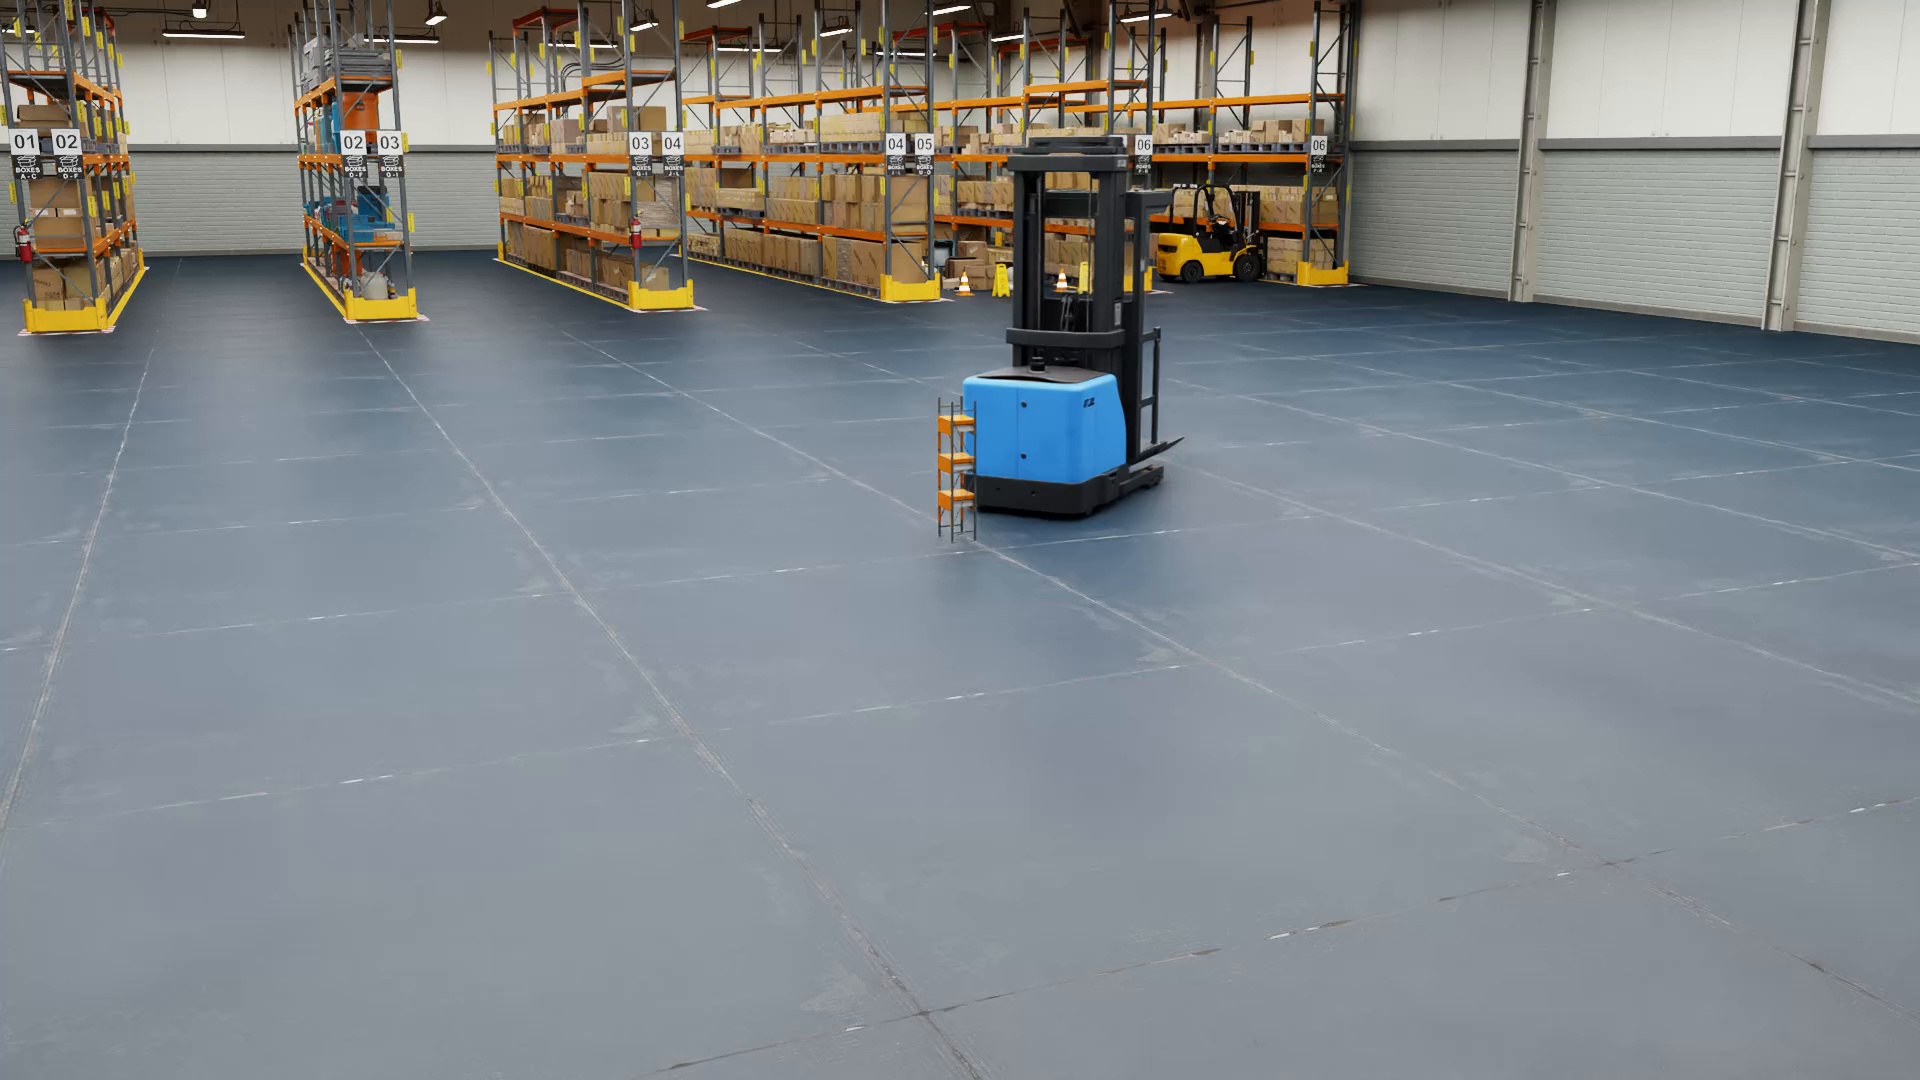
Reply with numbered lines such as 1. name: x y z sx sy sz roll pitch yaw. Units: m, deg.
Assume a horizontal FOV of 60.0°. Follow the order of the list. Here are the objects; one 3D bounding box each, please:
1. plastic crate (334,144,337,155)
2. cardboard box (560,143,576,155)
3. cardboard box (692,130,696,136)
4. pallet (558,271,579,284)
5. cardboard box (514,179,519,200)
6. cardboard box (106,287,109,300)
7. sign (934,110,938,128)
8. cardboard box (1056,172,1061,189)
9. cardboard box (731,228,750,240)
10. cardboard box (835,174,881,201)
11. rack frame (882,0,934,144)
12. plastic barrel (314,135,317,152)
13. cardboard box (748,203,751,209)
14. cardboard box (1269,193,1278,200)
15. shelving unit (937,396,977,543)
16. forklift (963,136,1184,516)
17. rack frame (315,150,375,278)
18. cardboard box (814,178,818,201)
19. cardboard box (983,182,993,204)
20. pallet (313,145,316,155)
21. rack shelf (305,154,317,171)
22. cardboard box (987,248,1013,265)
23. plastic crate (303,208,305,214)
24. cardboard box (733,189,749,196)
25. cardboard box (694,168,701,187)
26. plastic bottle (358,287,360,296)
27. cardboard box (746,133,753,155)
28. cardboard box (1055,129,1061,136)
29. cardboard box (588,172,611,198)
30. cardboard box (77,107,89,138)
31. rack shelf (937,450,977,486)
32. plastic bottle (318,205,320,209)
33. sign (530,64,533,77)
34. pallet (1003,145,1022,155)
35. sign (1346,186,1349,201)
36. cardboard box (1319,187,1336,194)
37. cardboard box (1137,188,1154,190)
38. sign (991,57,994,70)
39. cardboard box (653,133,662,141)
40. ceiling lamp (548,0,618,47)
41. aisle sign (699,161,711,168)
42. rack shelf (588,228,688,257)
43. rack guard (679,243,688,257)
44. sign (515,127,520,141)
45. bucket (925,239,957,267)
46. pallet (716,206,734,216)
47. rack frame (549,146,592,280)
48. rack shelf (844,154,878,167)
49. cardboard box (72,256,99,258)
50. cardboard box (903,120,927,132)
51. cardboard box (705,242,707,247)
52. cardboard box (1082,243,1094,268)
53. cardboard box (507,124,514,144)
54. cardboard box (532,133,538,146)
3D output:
1. plastic crate: -11.336 -7.203 30.658 0.336 0.188 0.450 -6 14 -23
2. cardboard box: -8.408 -8.526 36.237 0.500 0.250 0.500 -5 14 -22
3. cardboard box: -7.039 -11.014 44.993 0.380 0.149 0.250 -5 14 -21
4. pallet: -8.471 -5.949 37.607 1.003 0.211 1.213 -6 14 -23
5. cardboard box: -11.011 -8.908 42.215 0.500 0.500 0.500 -5 14 -22
6. cardboard box: -15.682 -4.434 30.042 0.500 0.250 0.500 -6 14 -23
7. sign: -0.482 -8.218 32.461 0.100 0.325 0.005 -6 14 -23
8. cardboard box: 2.530 -7.795 36.300 0.700 0.500 0.500 -6 14 -23
9. cardboard box: -5.531 -7.789 42.320 0.500 0.250 0.500 -5 14 -21
10. cardboard box: -2.152 -7.487 35.339 0.875 0.550 0.550 -6 14 -23
11. rack frame: -0.993 -9.167 32.019 1.000 3.000 0.127 -6 14 -23
12. plastic barrel: -13.478 -8.446 35.310 0.421 0.512 0.421 0 13 0
13. cardboard box: -4.914 -8.091 40.301 0.380 0.149 0.250 -6 14 -23
14. cardboard box: 7.236 -7.784 37.691 0.380 0.149 0.250 -6 14 -25
15. shelving unit: -0.021 -0.523 12.299 0.215 1.050 0.252 -6 14 -23
16. forklift: 1.119 -1.908 14.114 1.130 2.935 3.031 6 15 26
17. rack frame: -13.321 -7.022 36.058 1.000 3.000 0.127 -6 14 -23
18. cardboard box: -2.800 -7.708 36.583 0.700 0.500 0.500 -6 14 -24
19. cardboard box: 0.893 -8.329 39.891 0.500 0.500 0.500 -6 14 -25
20. pallet: -14.063 -8.831 37.639 1.003 0.211 1.213 -6 14 -23
21. rack shelf: -14.122 -8.546 37.586 1.077 0.370 4.000 -6 14 -23
22. cardboard box: 1.116 -6.862 40.265 0.950 0.372 0.625 -5 14 -21
23. plastic crate: -16.676 -8.421 42.555 0.250 0.136 0.298 -6 14 -23
24. cardboard box: -5.434 -8.650 41.397 0.380 0.149 0.250 -5 14 -21
25. cardboard box: -6.863 -9.795 44.942 0.500 0.500 0.500 -6 14 -25
26. plastic bottle: -11.279 -4.659 31.076 0.097 0.201 0.097 0 13 0
27. cardboard box: -4.872 -9.604 40.339 0.500 0.500 0.500 -6 14 -23
28. cardboard box: 2.298 -8.907 36.338 0.380 0.149 0.250 -6 14 -24
29. cardboard box: -7.233 -7.208 33.762 0.500 0.500 0.500 -6 14 -23
30. cardboard box: -15.072 -7.073 28.164 0.500 0.500 0.500 -6 14 -23
31. rack shelf: -0.021 -0.512 12.302 0.215 0.259 0.240 -6 14 -23
32. plastic bottle: -15.063 -7.714 39.158 0.144 0.351 0.185 -6 14 -23
33. sign: -11.485 -12.585 44.541 0.100 0.325 0.005 -6 14 -23
34. pallet: 1.750 -9.045 38.564 1.213 0.211 1.003 -6 14 -23
35. sign: 8.559 -7.670 36.762 0.100 0.325 0.005 -6 14 -23
36. cardboard box: 8.110 -7.759 36.923 0.380 0.149 0.250 -6 14 -24
37. cardboard box: 4.810 -9.031 43.077 0.380 0.149 0.250 -5 14 -22
38. sign: 0.790 -11.832 41.288 0.100 0.325 0.005 -6 14 -23
39. cardboard box: -5.477 -7.477 30.820 0.380 0.149 0.250 -6 14 -23
40. ceiling lamp: -10.740 -15.672 47.183 2.000 3.185 0.800 -6 14 -23
41. aisle sign: -7.157 -10.858 46.867 0.394 0.787 0.004 -6 14 -23
42. rack shelf: -6.380 -5.879 32.716 1.077 0.370 4.000 -6 14 -23
43. rack guard: -7.372 -8.316 47.192 1.175 0.500 0.348 -6 14 -23
44. sign: -10.893 -9.997 40.938 0.100 0.325 0.005 -6 14 -23
45. bucket: -0.429 -6.396 37.242 0.726 0.611 0.620 -1 3 -4
46. pallet: -5.627 -8.459 42.690 1.003 0.211 1.213 -6 14 -23
47. rack frame: -8.783 -7.470 37.991 1.000 3.000 0.127 -6 14 -23
48. rack shelf: -2.106 -10.715 46.957 1.077 0.370 4.000 -6 14 -23
49. cardboard box: -18.451 -5.744 35.104 0.500 0.500 0.500 -5 14 -21
50. cardboard box: -0.951 -8.153 32.813 0.500 0.250 0.500 -6 14 -23
51. cardboard box: -6.680 -7.997 45.003 0.380 0.149 0.250 -6 14 -26
52. cardboard box: 2.942 -6.084 35.509 0.500 0.500 0.500 -6 14 -23
53. cardboard box: -11.364 -10.554 43.289 0.700 0.500 0.500 -7 15 -27
54. cardboard box: -10.028 -9.684 40.172 0.500 0.311 0.500 -6 14 -25
